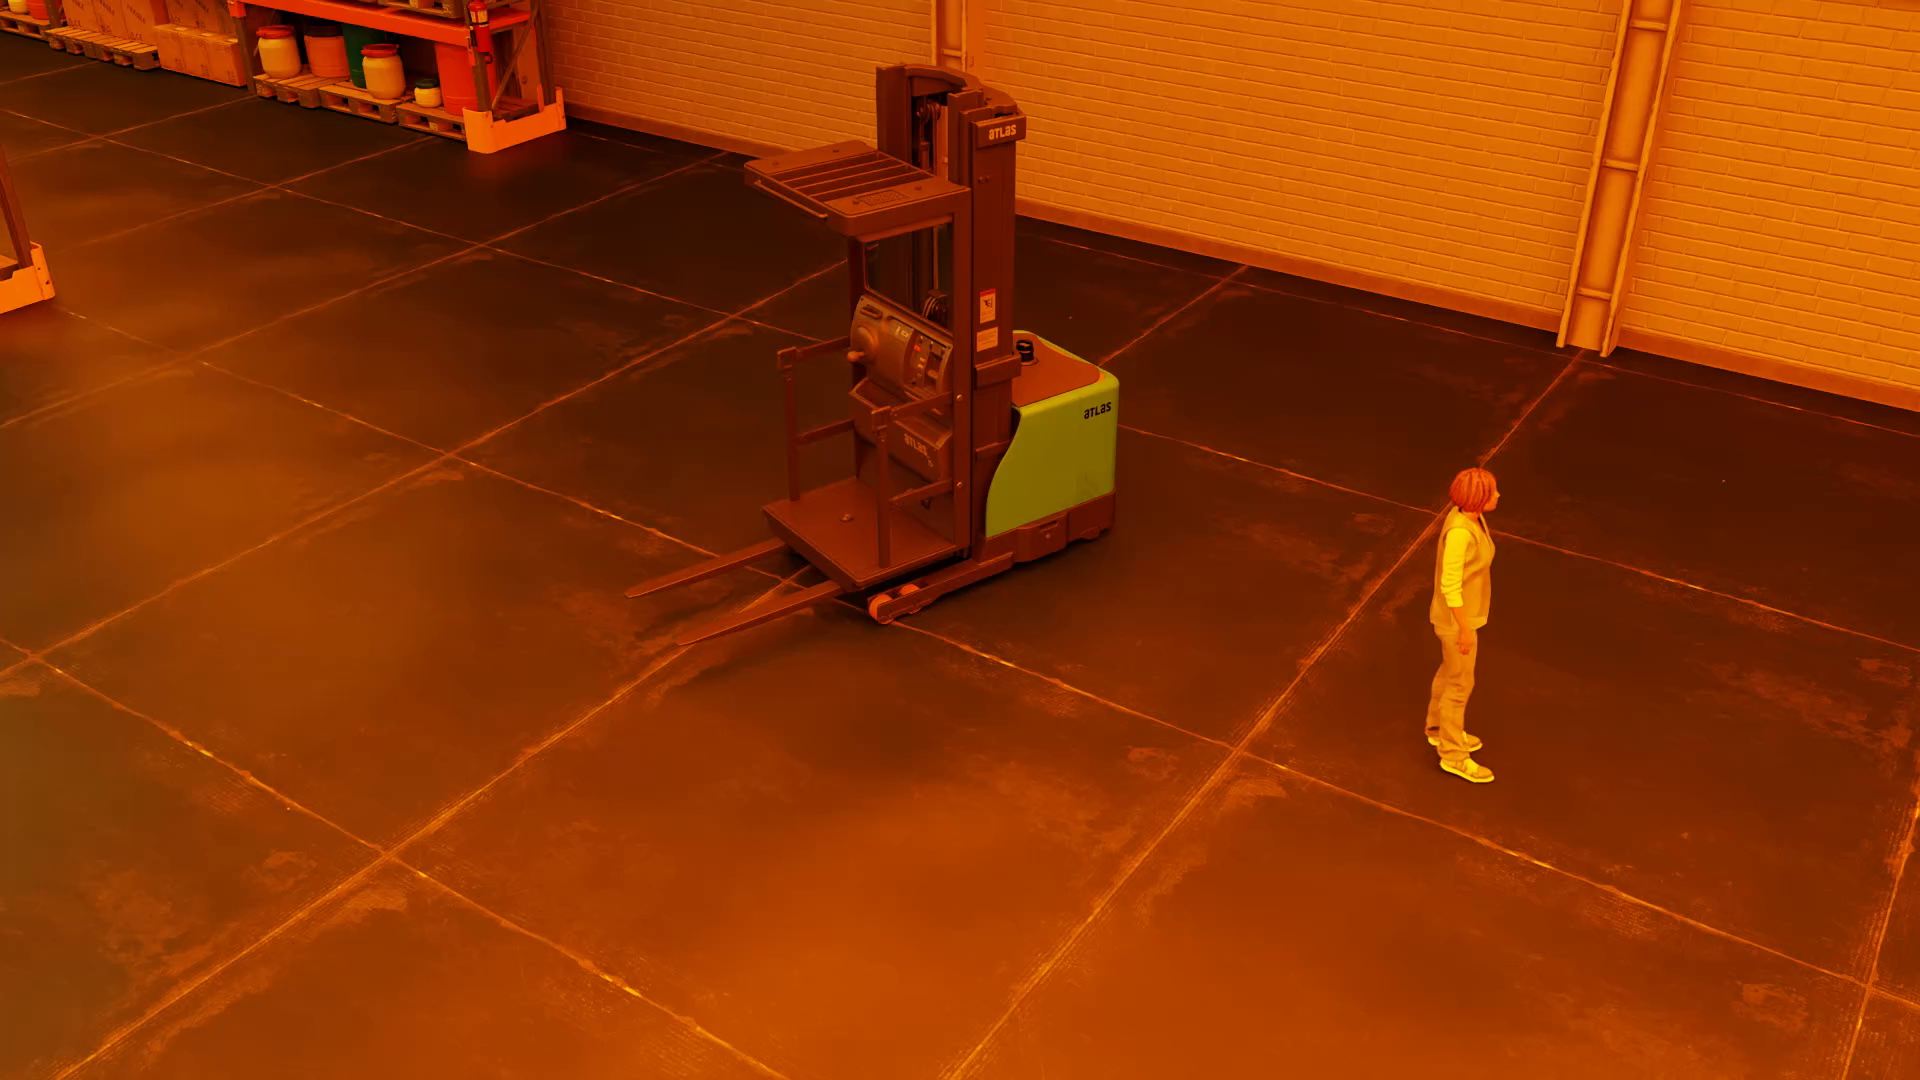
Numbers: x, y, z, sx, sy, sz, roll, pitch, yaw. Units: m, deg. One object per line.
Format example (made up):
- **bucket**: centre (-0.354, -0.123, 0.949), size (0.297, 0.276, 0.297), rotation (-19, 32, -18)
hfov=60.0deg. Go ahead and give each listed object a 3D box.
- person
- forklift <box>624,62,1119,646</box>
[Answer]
- **person**: centre (2.546, 0.394, 8.225), size (0.461, 1.603, 0.509), rotation (11, 32, 18)
- **forklift**: centre (-0.508, -1.082, 9.444), size (3.031, 2.935, 1.130), rotation (-20, 36, -31)
